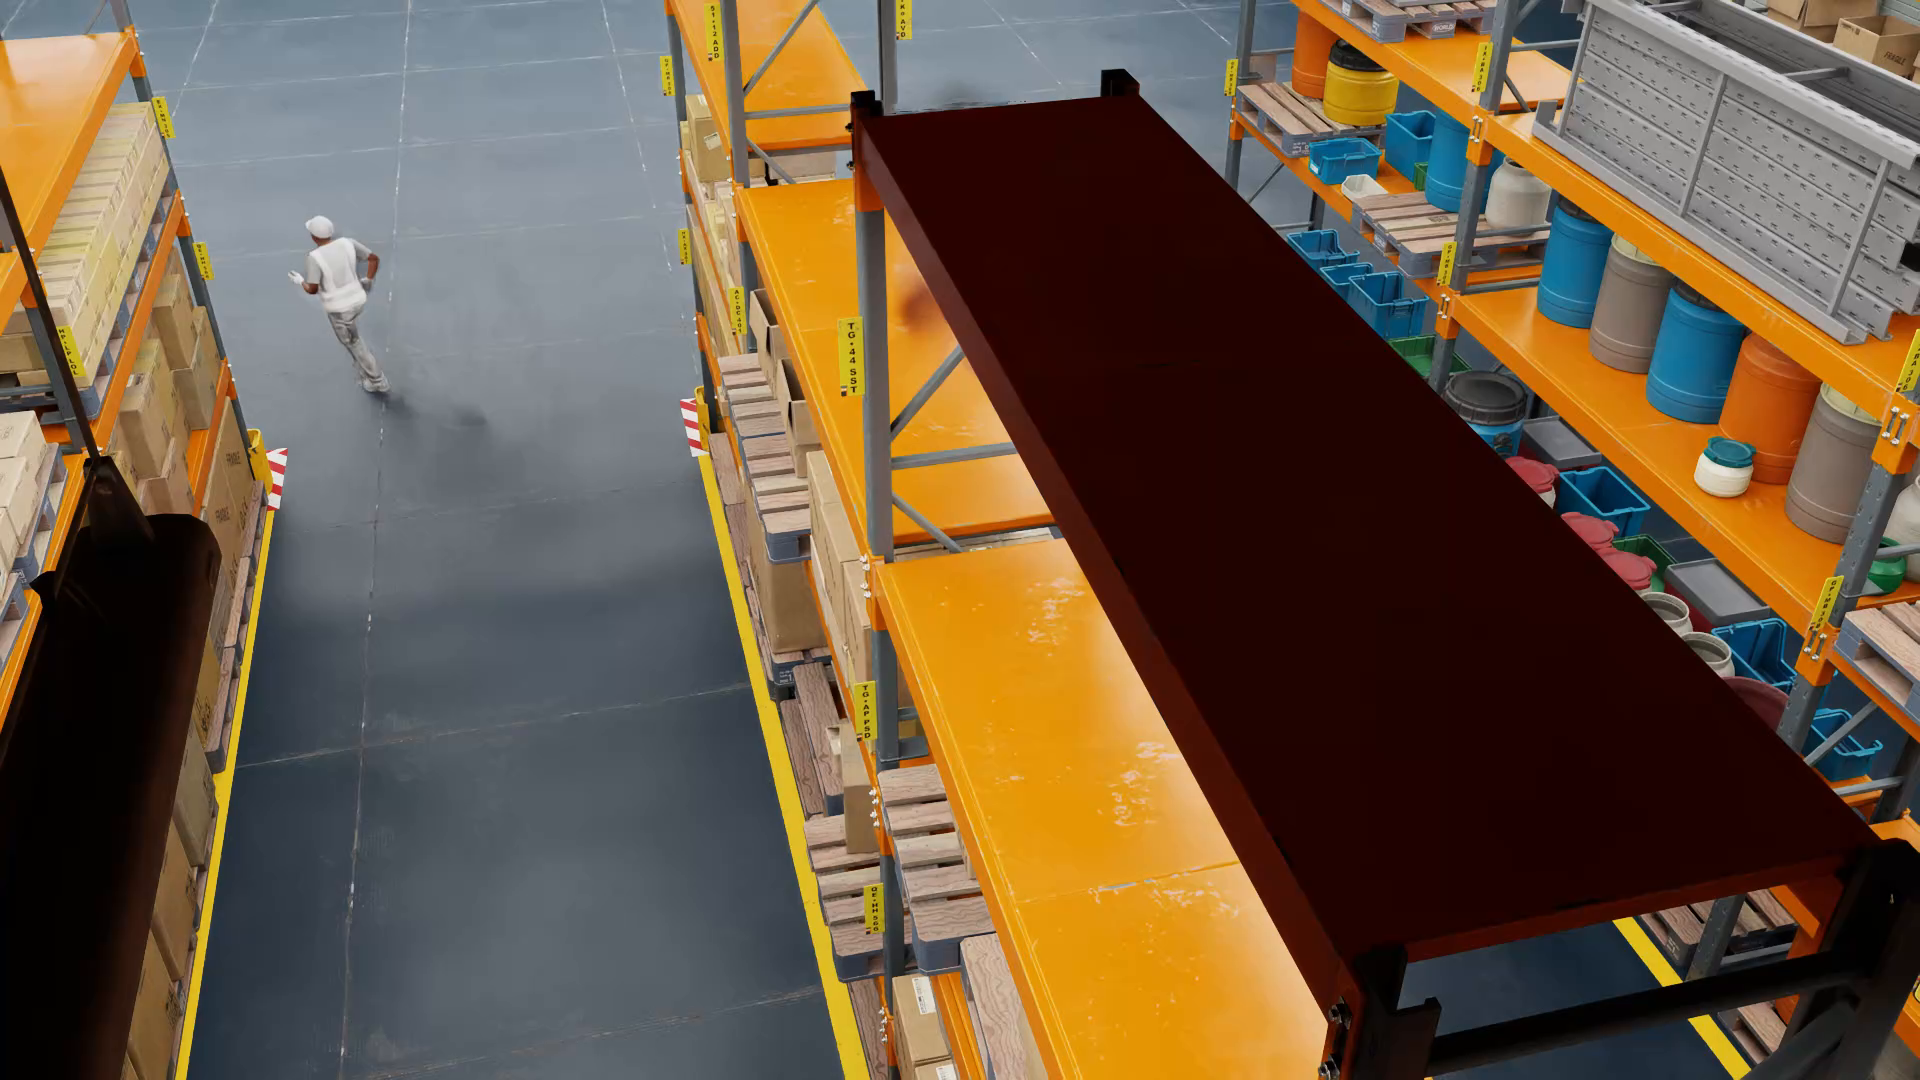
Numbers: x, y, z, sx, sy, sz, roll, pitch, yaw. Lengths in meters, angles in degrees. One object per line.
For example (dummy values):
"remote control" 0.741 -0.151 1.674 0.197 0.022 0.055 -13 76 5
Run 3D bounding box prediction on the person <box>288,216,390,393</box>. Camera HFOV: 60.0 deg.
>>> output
"person" -5.867 -2.219 15.794 0.794 1.813 0.677 16 37 22
